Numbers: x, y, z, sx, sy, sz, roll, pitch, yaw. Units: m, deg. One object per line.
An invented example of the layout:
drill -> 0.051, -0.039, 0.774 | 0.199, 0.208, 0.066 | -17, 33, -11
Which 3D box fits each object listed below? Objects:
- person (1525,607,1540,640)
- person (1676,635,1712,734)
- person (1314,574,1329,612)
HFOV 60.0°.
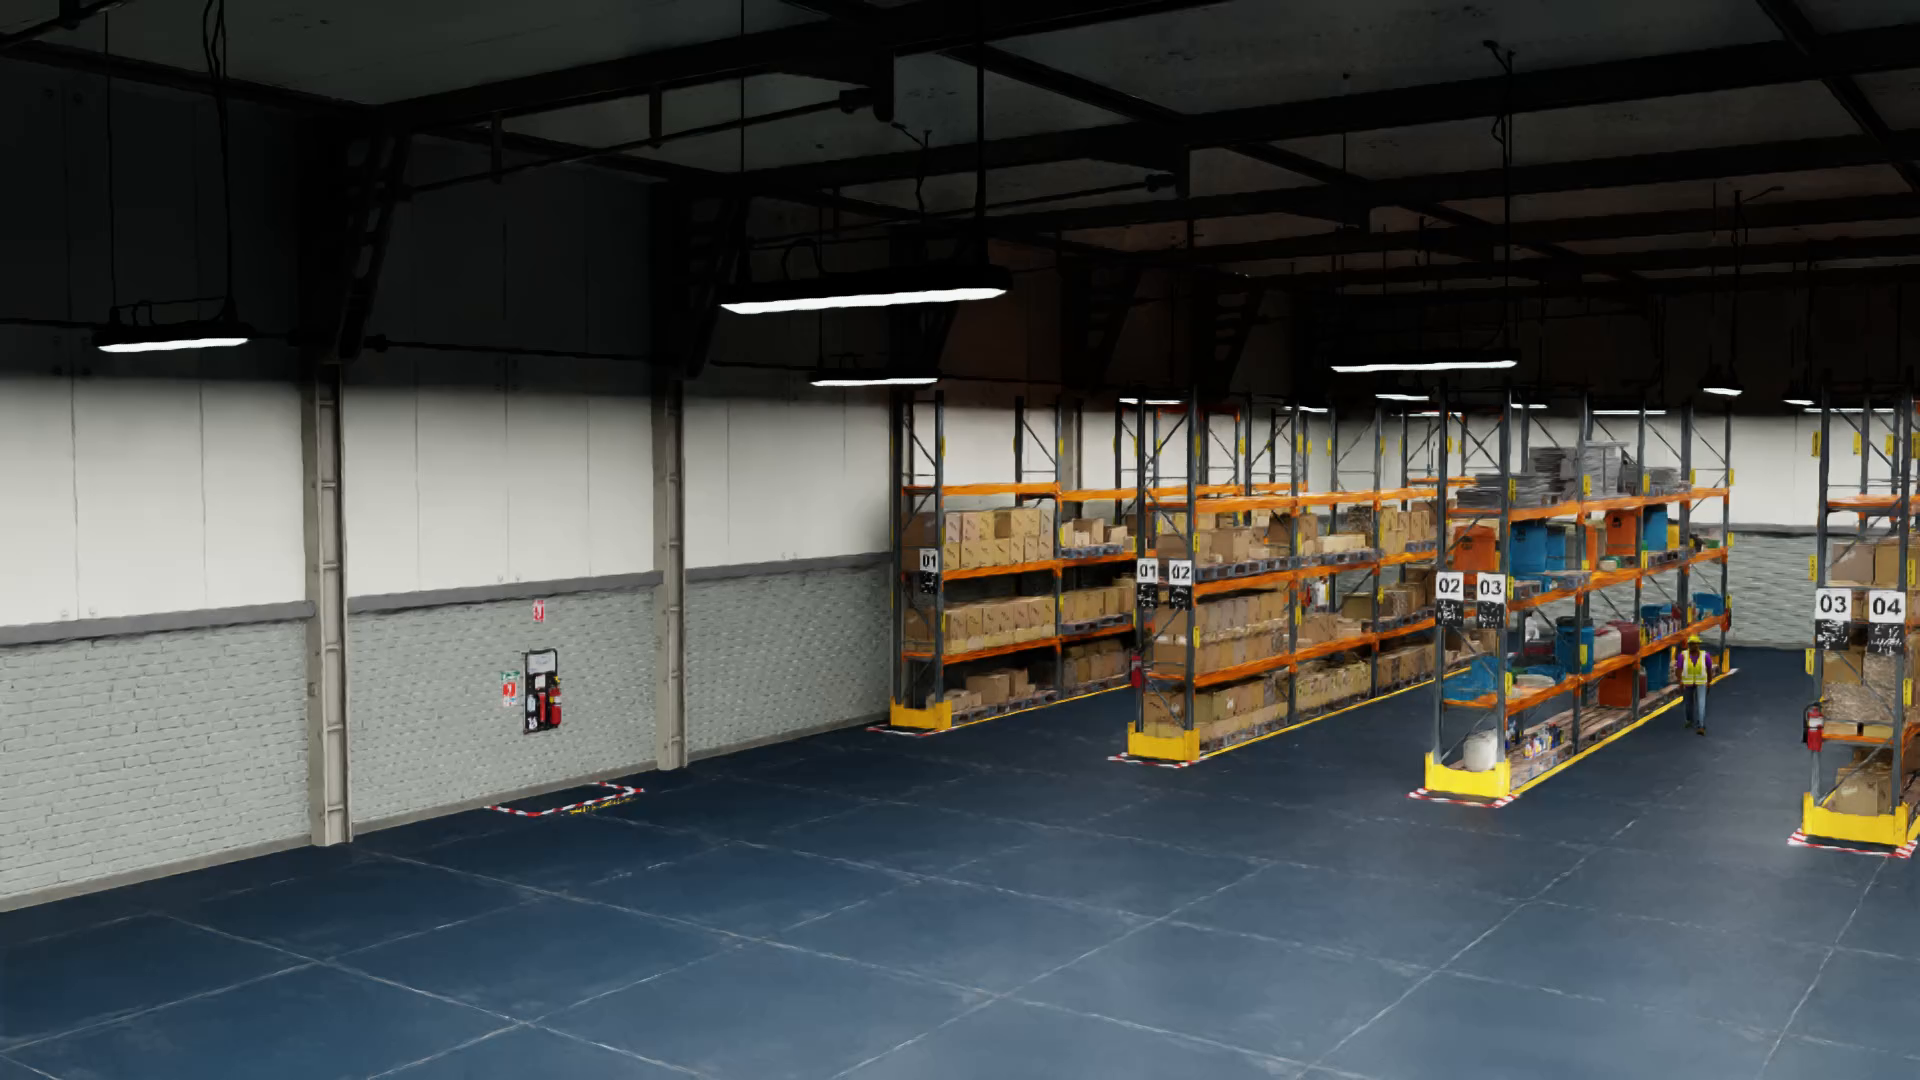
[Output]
person -> 11.799, 2.209, 34.585 | 0.586, 1.663, 0.550 | -2, 4, -31
person -> 12.831, 2.502, 29.100 | 0.571, 1.708, 1.035 | 2, 4, 26
person -> 9.515, 1.666, 43.388 | 0.737, 1.765, 0.562 | -1, 3, -20
